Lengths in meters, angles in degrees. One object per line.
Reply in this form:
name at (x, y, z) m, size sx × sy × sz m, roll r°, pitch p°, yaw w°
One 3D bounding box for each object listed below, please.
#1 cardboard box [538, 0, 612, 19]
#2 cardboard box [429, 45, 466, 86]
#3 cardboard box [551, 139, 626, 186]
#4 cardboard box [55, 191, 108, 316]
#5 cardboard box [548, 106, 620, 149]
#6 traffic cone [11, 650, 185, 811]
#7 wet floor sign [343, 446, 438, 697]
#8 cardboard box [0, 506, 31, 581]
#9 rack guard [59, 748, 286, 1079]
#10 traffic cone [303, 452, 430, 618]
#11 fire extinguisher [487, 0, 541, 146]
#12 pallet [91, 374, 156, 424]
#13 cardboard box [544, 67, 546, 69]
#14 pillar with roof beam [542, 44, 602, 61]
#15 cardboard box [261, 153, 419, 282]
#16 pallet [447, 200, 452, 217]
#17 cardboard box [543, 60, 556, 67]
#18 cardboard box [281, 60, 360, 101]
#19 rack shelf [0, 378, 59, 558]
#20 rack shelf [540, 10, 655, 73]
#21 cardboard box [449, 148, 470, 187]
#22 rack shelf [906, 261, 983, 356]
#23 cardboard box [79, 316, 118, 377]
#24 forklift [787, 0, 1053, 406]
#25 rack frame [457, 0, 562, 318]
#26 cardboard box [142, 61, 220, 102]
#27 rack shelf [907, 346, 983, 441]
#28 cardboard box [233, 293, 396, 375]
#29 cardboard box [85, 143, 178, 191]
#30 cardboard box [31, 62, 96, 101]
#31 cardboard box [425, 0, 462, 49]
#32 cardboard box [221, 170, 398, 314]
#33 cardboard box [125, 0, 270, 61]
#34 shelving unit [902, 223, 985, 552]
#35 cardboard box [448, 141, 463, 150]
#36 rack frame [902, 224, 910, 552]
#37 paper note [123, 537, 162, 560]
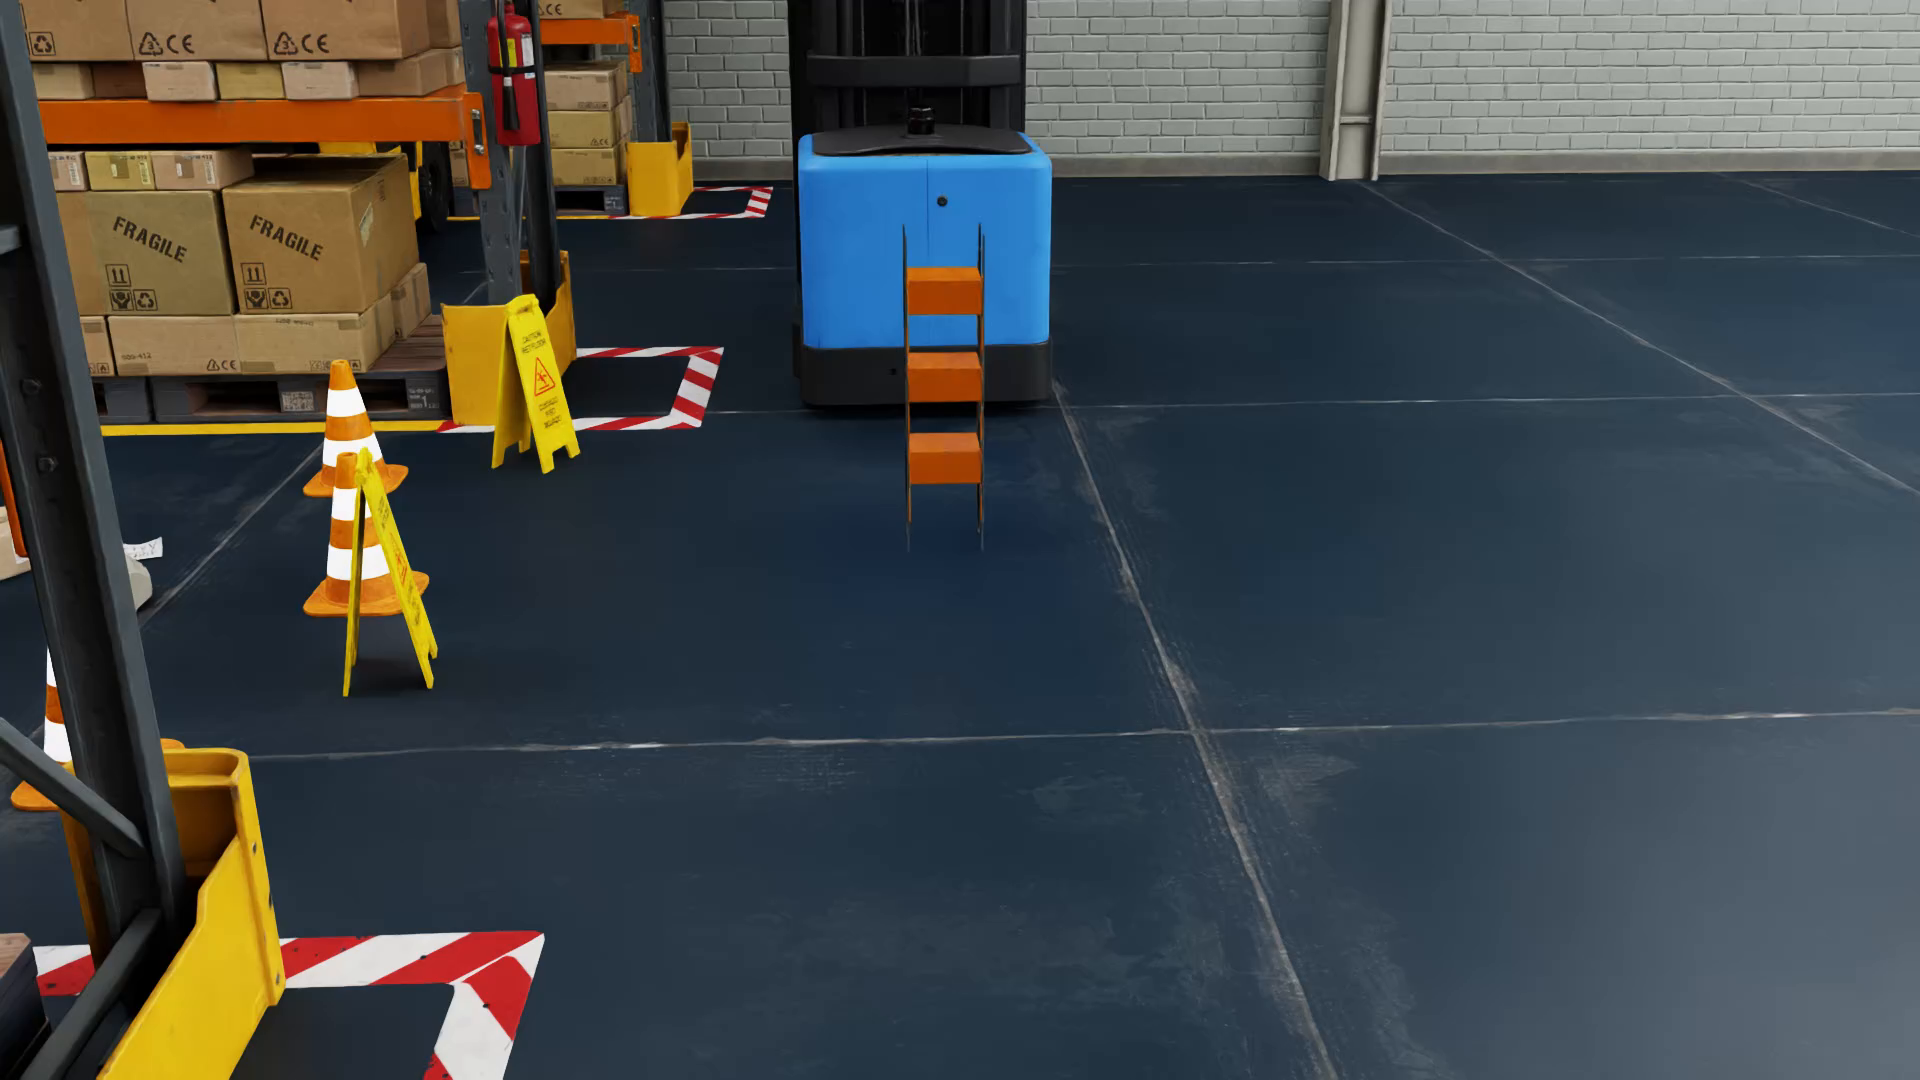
cardboard box at (-2.650, -3.790, 11.219) m, size 0.500 × 0.500 × 0.500 m, roll -2°, pitch 21°, yaw -4°
cardboard box at (-2.238, -2.033, 7.097) m, size 0.250 × 0.149 × 0.380 m, roll -1°, pitch 21°, yaw -3°
cardboard box at (-2.625, -2.636, 11.603) m, size 0.500 × 0.250 × 0.500 m, roll -1°, pitch 21°, yaw -3°
cardboard box at (-3.697, -1.217, 6.821) m, size 0.500 × 0.500 × 0.500 m, roll -2°, pitch 21°, yaw -4°
cardboard box at (-2.642, -2.870, 11.516) m, size 0.500 × 0.250 × 0.500 m, roll -1°, pitch 21°, yaw -4°
traffic cone at (-2.115, 0.365, 4.012) m, size 0.334 × 0.463 × 0.336 m, roll -1°, pitch 21°, yaw -3°
wet floor sign at (-1.587, 0.069, 4.532) m, size 0.232 × 0.644 × 0.267 m, roll -5°, pitch 21°, yaw -12°
cardboard box at (-3.079, -0.007, 5.430) m, size 0.250 × 0.149 × 0.380 m, roll 10°, pitch 23°, yaw 25°
rack guard at (-1.479, 0.841, 2.710) m, size 0.348 × 0.500 × 1.175 m, roll -1°, pitch 21°, yaw -3°
traffic cone at (-1.840, -0.043, 5.085) m, size 0.334 × 0.463 × 0.336 m, roll -1°, pitch 21°, yaw -3°
fire extinguisher at (-1.746, -1.886, 6.467) m, size 0.183 × 0.674 × 0.296 m, roll -1°, pitch 21°, yaw -3°
pallet at (-3.991, -0.751, 7.297) m, size 1.213 × 0.211 × 1.003 m, roll -1°, pitch 21°, yaw -3°
cardboard box at (-3.125, -3.092, 11.397) m, size 0.500 × 0.250 × 0.500 m, roll -1°, pitch 21°, yaw -2°
pillar with roof beam at (-2.675, -5.427, 7.228) m, size 0.400 × 9.000 × 9.100 m, roll -1°, pitch 21°, yaw -3°
cardboard box at (-2.732, -1.426, 7.371) m, size 0.500 × 0.500 × 0.500 m, roll -2°, pitch 21°, yaw -5°
pallet at (-4.150, -2.489, 11.862) m, size 1.213 × 0.211 × 1.003 m, roll -1°, pitch 21°, yaw -3°
cardboard box at (-3.163, -3.271, 11.866) m, size 0.500 × 0.250 × 0.500 m, roll -1°, pitch 21°, yaw -3°
cardboard box at (-2.494, -1.838, 6.585) m, size 0.250 × 0.149 × 0.380 m, roll -1°, pitch 21°, yaw -4°
rack shelf at (-3.500, 0.050, 2.285) m, size 4.000 × 0.370 × 1.077 m, roll -1°, pitch 21°, yaw -3°
rack shelf at (-4.171, -3.470, 11.530) m, size 4.000 × 0.370 × 1.077 m, roll -1°, pitch 21°, yaw -3°
cardboard box at (-3.622, -2.622, 11.567) m, size 0.500 × 0.250 × 0.500 m, roll -1°, pitch 21°, yaw -2°
rack shelf at (-0.053, -0.745, 5.334) m, size 0.240 × 0.259 × 0.215 m, roll -1°, pitch 21°, yaw -3°
cardboard box at (-3.718, -0.862, 6.944) m, size 0.500 × 0.250 × 0.500 m, roll -2°, pitch 21°, yaw -5°
forklift at (-0.263, -2.408, 7.826) m, size 1.130 × 2.935 × 3.031 m, roll -2°, pitch 21°, yaw -5°
rack frame at (-1.887, -2.083, 6.877) m, size 0.127 × 3.000 × 1.000 m, roll -1°, pitch 21°, yaw -3°
cardboard box at (-3.007, -1.824, 6.550) m, size 0.250 × 0.149 × 0.380 m, roll -1°, pitch 21°, yaw -2°
rack shelf at (-0.053, -0.480, 5.435) m, size 0.240 × 0.259 × 0.215 m, roll -1°, pitch 21°, yaw -3°
cardboard box at (-2.702, -0.882, 6.996) m, size 0.500 × 0.250 × 0.500 m, roll -1°, pitch 21°, yaw -3°
cardboard box at (-3.285, -1.504, 6.664) m, size 0.250 × 0.149 × 0.380 m, roll -1°, pitch 21°, yaw -2°
cardboard box at (-3.521, -1.831, 6.569) m, size 0.250 × 0.149 × 0.380 m, roll -1°, pitch 21°, yaw -4°
cardboard box at (-2.375, -2.358, 7.040) m, size 0.500 × 0.500 × 0.500 m, roll -1°, pitch 21°, yaw -4°
cardboard box at (-2.672, -1.236, 6.872) m, size 0.500 × 0.500 × 0.500 m, roll -1°, pitch 21°, yaw -3°
cardboard box at (-2.913, -2.152, 6.498) m, size 0.500 × 0.500 × 0.500 m, roll -1°, pitch 21°, yaw -3°
shelving unit at (-0.053, -0.490, 5.431) m, size 0.252 × 1.050 × 0.215 m, roll -1°, pitch 21°, yaw -3°
cardboard box at (-3.657, -2.846, 11.452) m, size 0.500 × 0.250 × 0.500 m, roll -2°, pitch 21°, yaw -4°
rack frame at (-0.175, -0.487, 5.425) m, size 0.008 × 1.050 × 0.200 m, roll -1°, pitch 21°, yaw -3°
paper note at (-2.717, 0.031, 5.498) m, size 0.142 × 0.019 × 0.148 m, roll -9°, pitch 23°, yaw -22°
